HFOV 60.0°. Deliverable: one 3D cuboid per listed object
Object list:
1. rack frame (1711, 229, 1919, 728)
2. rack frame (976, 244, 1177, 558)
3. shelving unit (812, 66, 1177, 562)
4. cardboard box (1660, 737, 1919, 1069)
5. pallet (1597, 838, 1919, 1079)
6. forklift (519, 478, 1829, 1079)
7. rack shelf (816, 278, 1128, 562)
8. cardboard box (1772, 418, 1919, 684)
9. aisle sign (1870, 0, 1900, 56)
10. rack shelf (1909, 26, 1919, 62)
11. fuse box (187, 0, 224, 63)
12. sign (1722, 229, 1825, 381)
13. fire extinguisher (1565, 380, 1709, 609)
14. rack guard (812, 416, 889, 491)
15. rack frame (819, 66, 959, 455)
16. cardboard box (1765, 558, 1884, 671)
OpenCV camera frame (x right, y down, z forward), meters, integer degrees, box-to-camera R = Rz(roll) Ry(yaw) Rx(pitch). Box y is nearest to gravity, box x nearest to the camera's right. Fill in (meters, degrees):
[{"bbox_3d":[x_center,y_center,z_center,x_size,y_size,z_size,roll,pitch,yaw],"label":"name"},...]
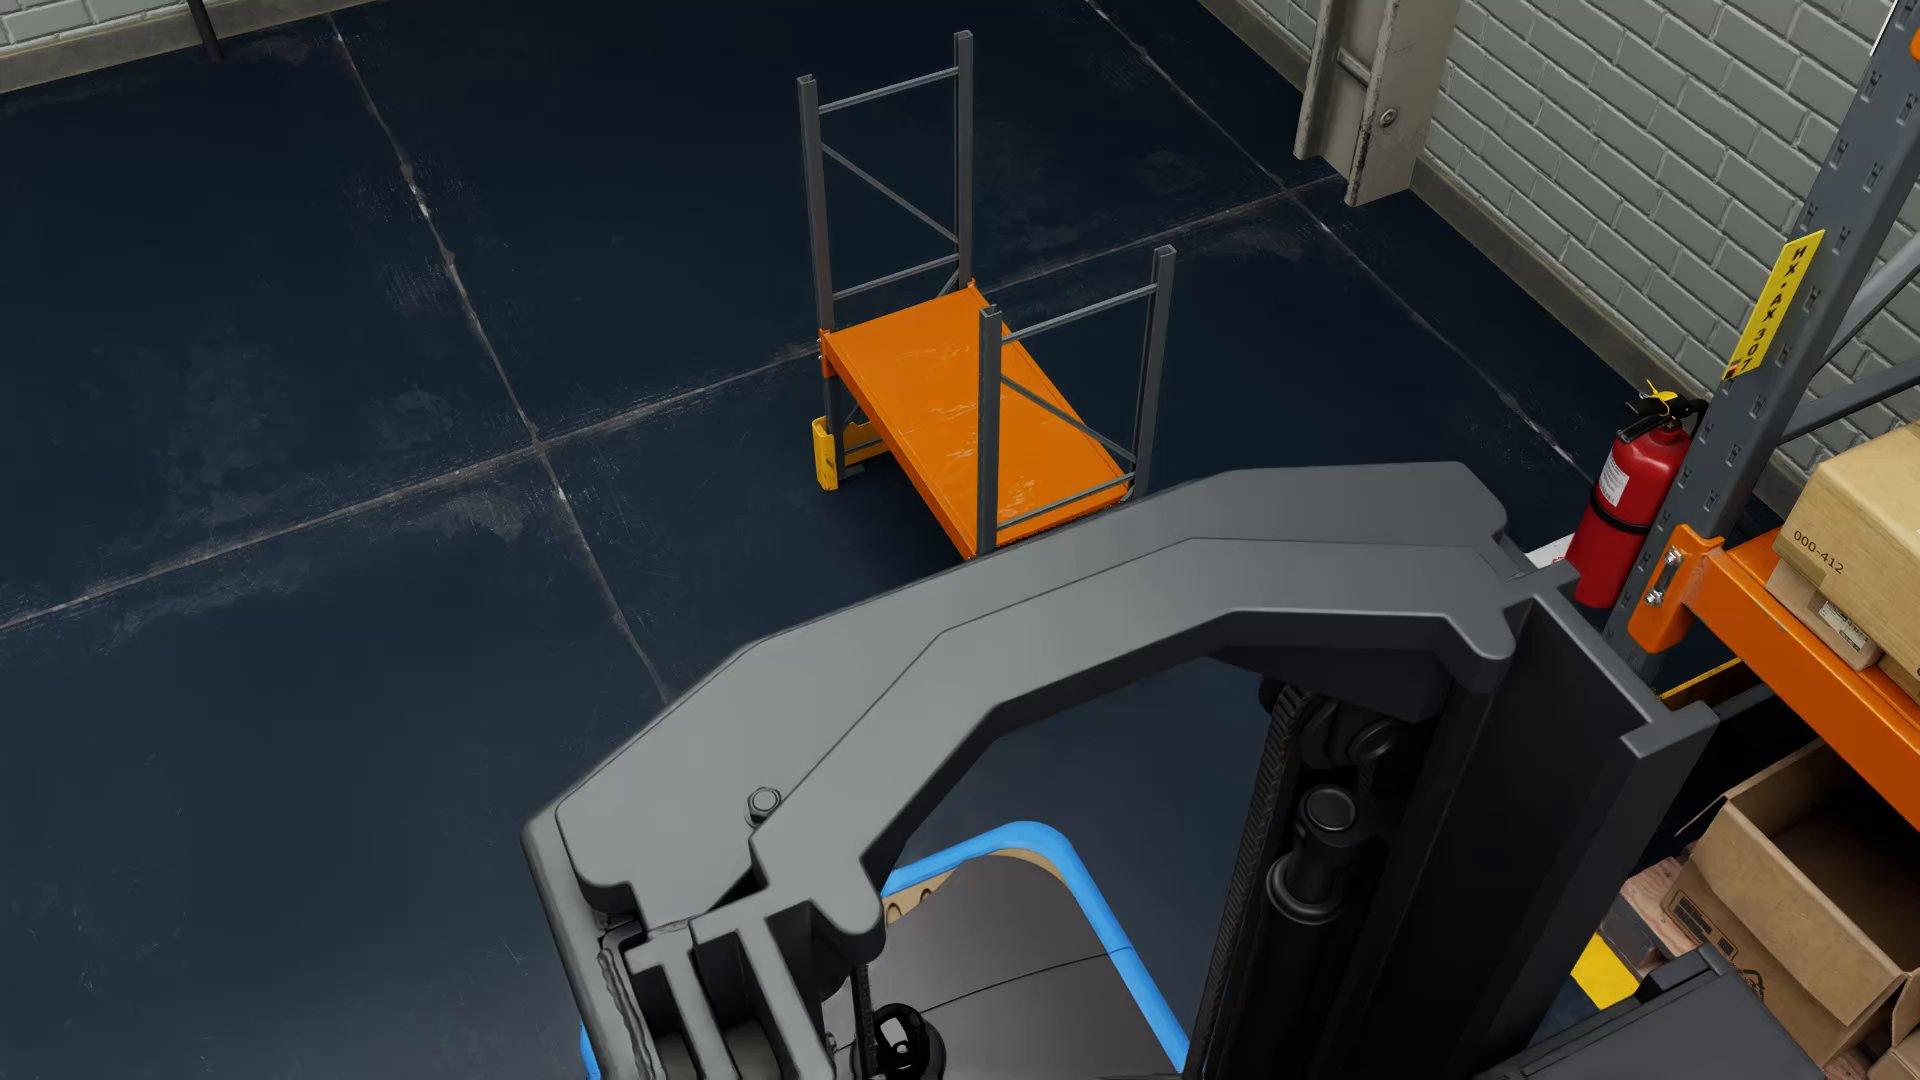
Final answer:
[{"bbox_3d":[1.973,-0.328,3.544,0.949,2.616,0.053,-21,52,-18],"label":"rack frame"},{"bbox_3d":[0.272,-0.096,4.338,0.500,1.500,0.032,-21,52,-18],"label":"rack frame"},{"bbox_3d":[0.035,-0.443,4.641,0.587,1.500,1.083,-21,52,-18],"label":"shelving unit"},{"bbox_3d":[2.172,0.796,3.940,0.797,0.503,0.637,-23,53,-19],"label":"cardboard box"},{"bbox_3d":[2.377,1.173,4.084,1.003,0.211,1.213,-21,52,-18],"label":"pallet"},{"bbox_3d":[0.372,1.446,2.038,1.130,2.935,3.031,-20,52,-17],"label":"forklift"},{"bbox_3d":[0.039,-0.318,4.771,0.538,0.185,1.000,-21,52,-18],"label":"rack shelf"},{"bbox_3d":[1.944,0.018,3.143,0.500,0.250,0.500,-21,52,-17],"label":"cardboard box"},{"bbox_3d":[1.684,-1.130,2.518,0.394,0.787,0.004,-21,52,-18],"label":"aisle sign"},{"bbox_3d":[2.891,0.258,1.516,1.077,0.370,4.000,-21,52,-18],"label":"rack shelf"},{"bbox_3d":[-3.102,-2.585,6.374,0.539,1.711,0.414,-21,52,-18],"label":"fuse box"},{"bbox_3d":[1.494,-0.428,3.056,0.100,0.325,0.005,-21,52,-18],"label":"sign"},{"bbox_3d":[1.498,-0.121,3.662,0.296,0.674,0.183,-21,52,-18],"label":"fire extinguisher"},{"bbox_3d":[-0.193,-0.365,5.403,0.587,0.250,0.087,-21,52,-18],"label":"rack guard"},{"bbox_3d":[-0.192,-0.777,4.934,0.475,1.308,0.013,-21,52,-18],"label":"rack frame"},{"bbox_3d":[1.883,0.068,3.365,0.380,0.149,0.250,-22,52,-18],"label":"cardboard box"}]
